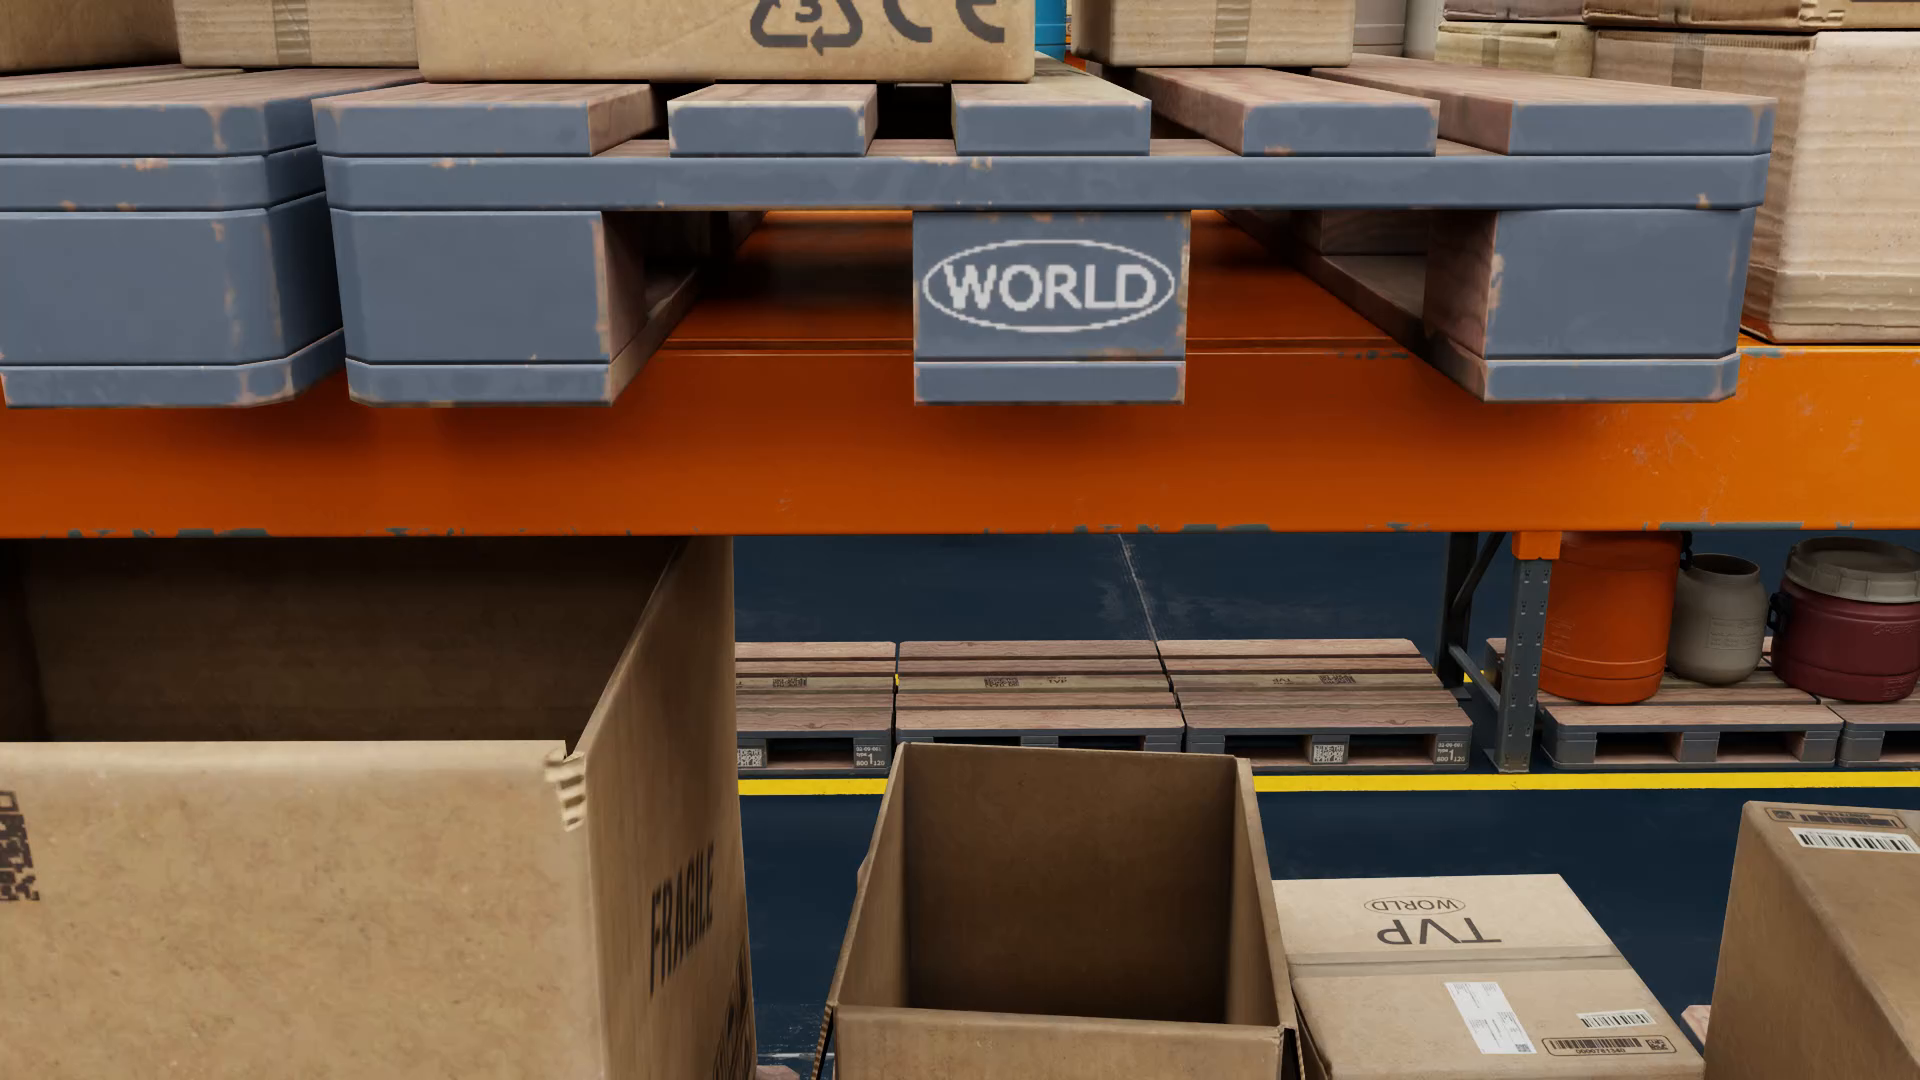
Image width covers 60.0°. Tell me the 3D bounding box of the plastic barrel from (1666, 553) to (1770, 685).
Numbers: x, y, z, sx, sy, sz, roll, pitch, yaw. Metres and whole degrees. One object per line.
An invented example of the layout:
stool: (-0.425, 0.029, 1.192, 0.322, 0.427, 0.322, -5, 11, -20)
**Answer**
plastic barrel: (3.370, 0.351, 7.428, 0.421, 0.512, 0.421, 0, 18, 0)

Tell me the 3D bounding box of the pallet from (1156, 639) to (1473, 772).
pallet: (1.542, 0.724, 7.447, 1.213, 0.211, 1.003, 0, 18, -1)

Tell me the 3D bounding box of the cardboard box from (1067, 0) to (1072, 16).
cardboard box: (0.694, -3.639, 11.129, 0.500, 0.250, 0.500, -1, 18, -2)

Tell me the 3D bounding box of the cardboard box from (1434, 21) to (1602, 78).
cardboard box: (0.895, -0.508, 2.055, 0.500, 0.250, 0.500, 0, 18, 0)

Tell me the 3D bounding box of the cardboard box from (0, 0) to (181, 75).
cardboard box: (-1.132, -0.714, 1.594, 0.637, 0.503, 0.797, -1, 18, -4)

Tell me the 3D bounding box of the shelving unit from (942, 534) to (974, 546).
shelving unit: (-0.014, -0.571, 9.864, 0.189, 1.200, 0.258, 0, 18, -1)

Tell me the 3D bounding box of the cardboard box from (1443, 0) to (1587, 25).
cardboard box: (0.912, -0.868, 1.949, 0.500, 0.500, 0.500, -1, 18, -2)

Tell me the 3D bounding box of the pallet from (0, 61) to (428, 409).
pallet: (-0.985, -0.373, 1.698, 1.003, 0.211, 1.213, 0, 18, -1)

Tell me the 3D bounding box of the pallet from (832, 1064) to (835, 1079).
pallet: (0.417, 1.030, 2.240, 1.213, 0.211, 1.003, 0, 18, -1)

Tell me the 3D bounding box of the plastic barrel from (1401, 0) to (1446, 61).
plastic barrel: (2.002, -2.170, 6.807, 0.421, 0.512, 0.421, 0, 18, 0)

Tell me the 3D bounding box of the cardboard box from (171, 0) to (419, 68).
cardboard box: (-0.665, -0.664, 1.827, 0.258, 0.266, 0.396, 0, 18, 1)

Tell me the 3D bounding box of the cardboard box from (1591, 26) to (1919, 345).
cardboard box: (0.926, -0.355, 1.578, 0.500, 0.250, 0.500, 0, 18, 1)

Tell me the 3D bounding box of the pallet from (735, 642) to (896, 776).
pallet: (-0.897, 0.735, 7.410, 1.213, 0.211, 1.003, 0, 18, -1)

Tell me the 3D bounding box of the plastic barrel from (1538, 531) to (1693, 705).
plastic barrel: (2.807, 0.230, 7.286, 0.708, 0.830, 0.600, 0, 18, -1)

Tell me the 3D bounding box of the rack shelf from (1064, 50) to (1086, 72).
rack shelf: (0.243, -3.185, 11.333, 4.000, 0.370, 1.077, 0, 18, -1)

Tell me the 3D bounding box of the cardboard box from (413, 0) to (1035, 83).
cardboard box: (-0.190, -0.718, 1.609, 0.637, 0.503, 0.797, 0, 18, 1)

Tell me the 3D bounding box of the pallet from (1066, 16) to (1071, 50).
pallet: (0.448, -3.411, 11.167, 1.213, 0.211, 1.003, 1, 18, 2)

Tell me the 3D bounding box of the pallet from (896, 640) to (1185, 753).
pallet: (0.326, 0.729, 7.431, 1.213, 0.211, 1.003, 0, 18, -1)

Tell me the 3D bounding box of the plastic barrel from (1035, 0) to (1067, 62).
plastic barrel: (0.131, -2.319, 6.634, 0.708, 0.901, 0.600, 0, 18, -1)

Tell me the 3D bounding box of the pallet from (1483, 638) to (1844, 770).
pallet: (3.105, 0.715, 7.473, 1.213, 0.211, 1.003, 0, 18, -1)

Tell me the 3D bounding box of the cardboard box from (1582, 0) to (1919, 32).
cardboard box: (0.915, -0.715, 1.474, 0.500, 0.500, 0.500, 0, 18, 0)

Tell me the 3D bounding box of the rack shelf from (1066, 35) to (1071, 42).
rack shelf: (0.162, -4.698, 16.049, 4.000, 0.370, 1.077, 0, 18, -1)

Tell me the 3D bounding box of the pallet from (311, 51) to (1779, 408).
pallet: (0.052, -0.379, 1.716, 1.003, 0.211, 1.213, 0, 18, -1)

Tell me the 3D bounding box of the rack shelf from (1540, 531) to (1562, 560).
rack shelf: (4.317, -0.263, 7.135, 4.000, 0.370, 1.077, 0, 18, -1)

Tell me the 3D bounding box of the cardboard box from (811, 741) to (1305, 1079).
cardboard box: (0.128, 0.650, 2.254, 0.637, 0.503, 0.797, 2, 18, 5)

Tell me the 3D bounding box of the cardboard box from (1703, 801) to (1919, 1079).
cardboard box: (1.300, 0.717, 2.050, 0.500, 0.500, 0.700, 2, 18, 7)

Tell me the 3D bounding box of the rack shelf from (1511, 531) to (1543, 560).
rack shelf: (0.318, -0.244, 7.075, 4.000, 0.370, 1.077, 0, 18, -1)

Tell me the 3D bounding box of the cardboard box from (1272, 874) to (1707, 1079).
cardboard box: (0.716, 0.726, 2.432, 0.500, 0.250, 0.500, -1, 18, -2)

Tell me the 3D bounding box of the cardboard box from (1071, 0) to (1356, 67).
cardboard box: (0.270, -0.621, 1.856, 0.250, 0.166, 0.380, -1, 18, -2)

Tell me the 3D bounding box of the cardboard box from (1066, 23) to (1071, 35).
cardboard box: (0.864, -5.131, 16.019, 0.637, 0.503, 0.797, 2, 18, 7)

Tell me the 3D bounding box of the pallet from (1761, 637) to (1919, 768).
pallet: (4.322, 0.710, 7.488, 1.213, 0.211, 1.003, 0, 18, -1)

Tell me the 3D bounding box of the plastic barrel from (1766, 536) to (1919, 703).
plastic barrel: (3.936, 0.339, 7.340, 0.708, 0.588, 0.600, 0, 18, -1)

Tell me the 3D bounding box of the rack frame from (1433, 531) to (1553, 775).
rack frame: (2.318, -0.596, 6.995, 0.127, 3.000, 1.000, 0, 18, -1)

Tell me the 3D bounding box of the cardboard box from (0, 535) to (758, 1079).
cardboard box: (-0.807, 0.489, 1.942, 1.000, 1.000, 1.000, 0, 18, 0)

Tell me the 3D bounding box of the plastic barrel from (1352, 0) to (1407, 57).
plastic barrel: (1.493, -2.325, 6.655, 0.600, 0.901, 0.600, 0, 18, 0)

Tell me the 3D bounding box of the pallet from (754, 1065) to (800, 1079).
pallet: (-0.837, 1.068, 2.122, 1.213, 0.211, 1.003, 0, 18, -1)

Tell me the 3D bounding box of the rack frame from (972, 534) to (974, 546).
rack frame: (0.077, -0.572, 9.865, 0.006, 1.200, 0.240, 0, 18, -1)

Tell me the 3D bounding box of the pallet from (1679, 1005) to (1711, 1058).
pallet: (1.685, 1.044, 2.197, 1.003, 0.211, 1.213, 0, 18, -1)
